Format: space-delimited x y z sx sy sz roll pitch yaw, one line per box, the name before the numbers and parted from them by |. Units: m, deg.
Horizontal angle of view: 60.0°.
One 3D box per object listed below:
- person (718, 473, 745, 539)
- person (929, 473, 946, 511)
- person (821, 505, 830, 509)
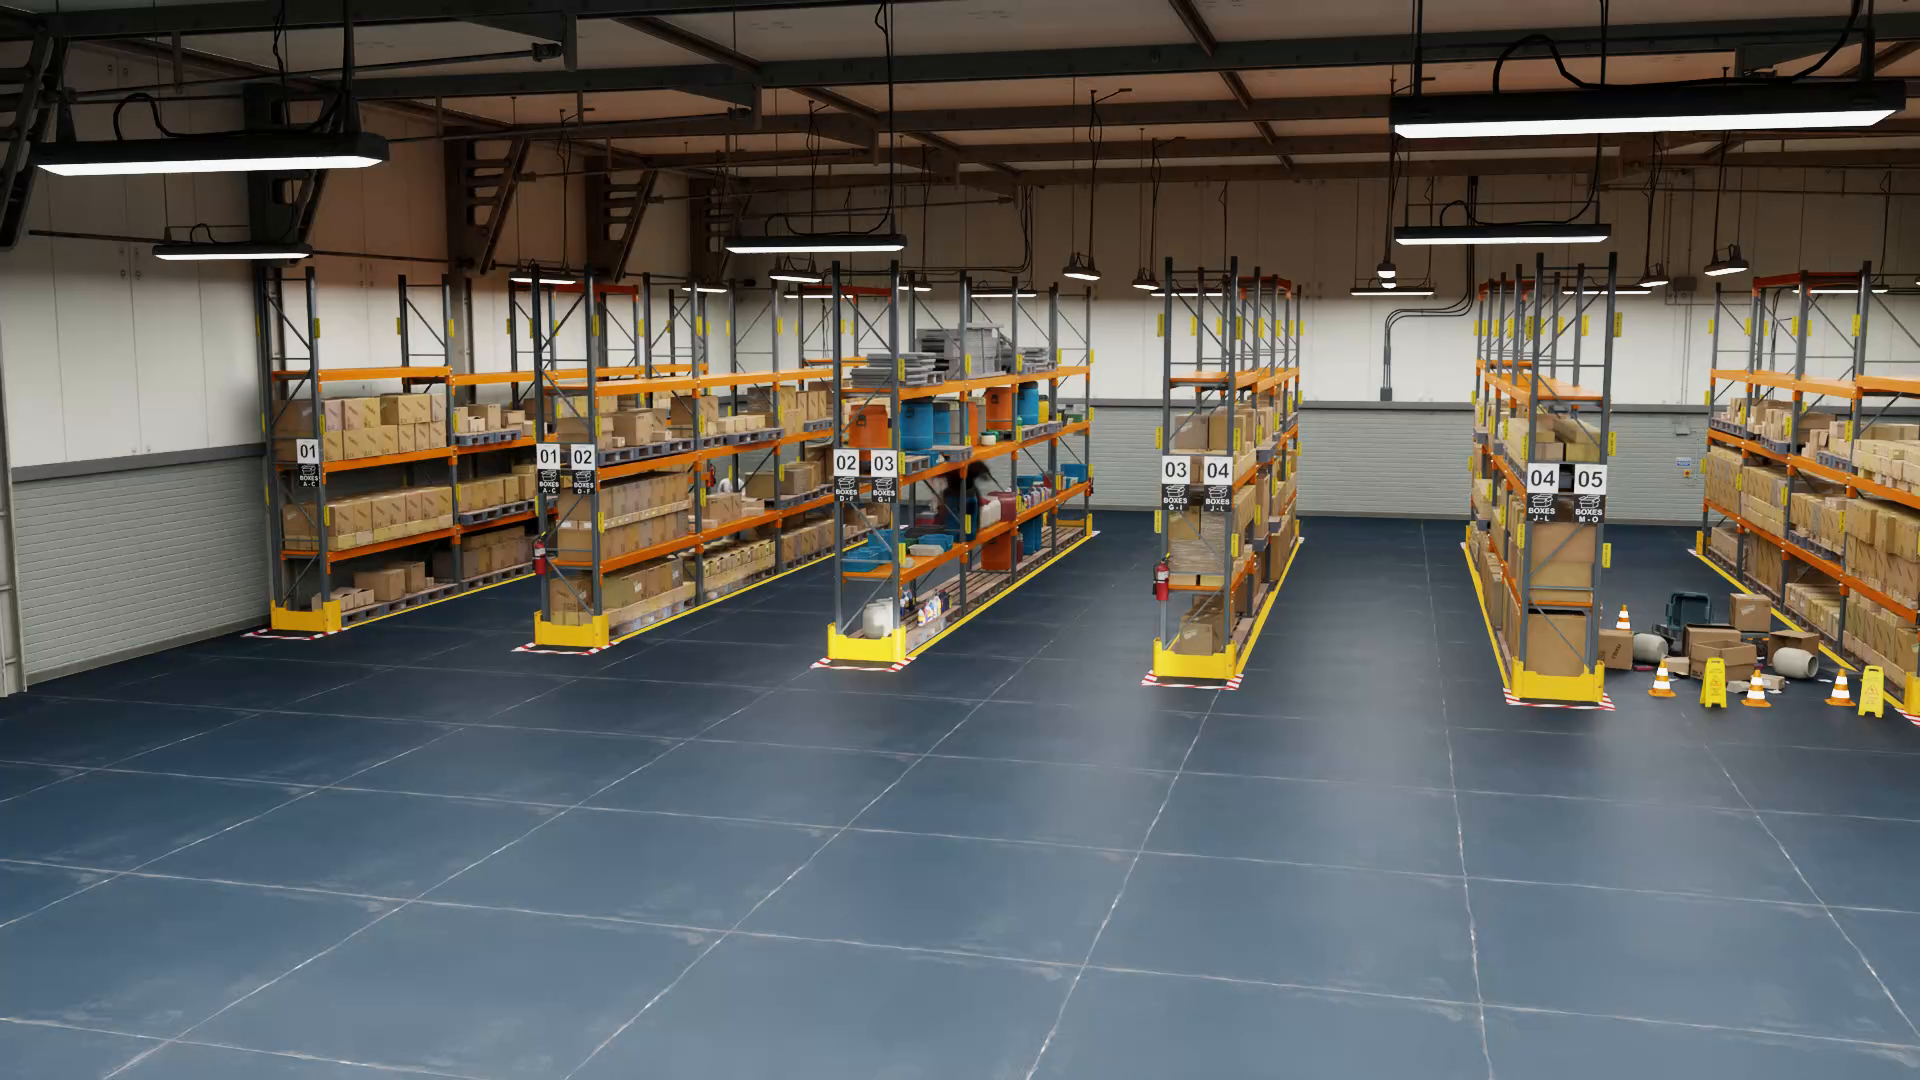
person | -5.382 -0.784 39.174 0.744 1.811 0.935 2 7 14
person | -0.608 -1.546 44.788 0.468 1.724 0.531 3 8 23
person | -3.919 -1.589 46.318 0.705 1.424 0.442 6 9 38
